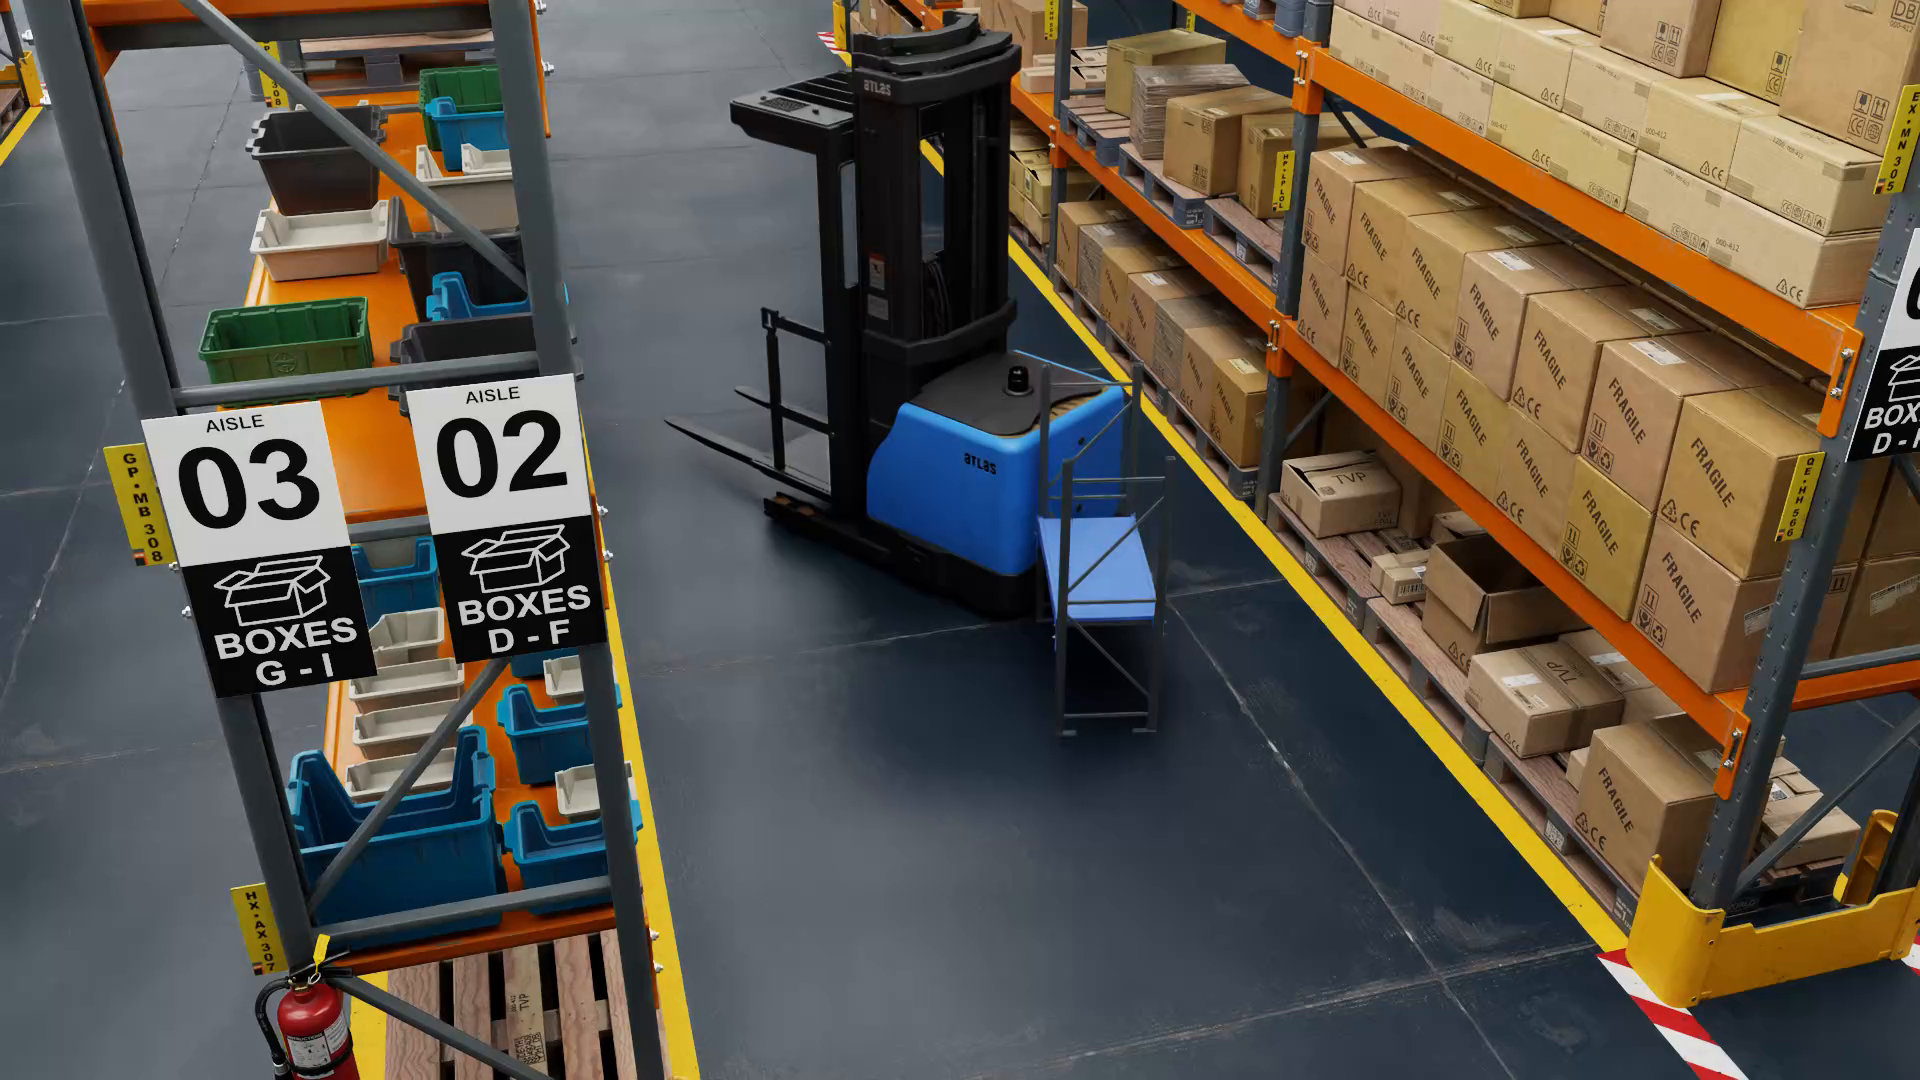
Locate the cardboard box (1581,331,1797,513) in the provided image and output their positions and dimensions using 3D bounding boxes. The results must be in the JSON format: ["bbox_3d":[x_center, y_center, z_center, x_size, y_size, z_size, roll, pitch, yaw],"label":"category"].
[{"bbox_3d":[2.814,-0.466,6.462,0.500,0.500,0.500,-7,31,-12],"label":"cardboard box"}]

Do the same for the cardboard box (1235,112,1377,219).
[{"bbox_3d":[2.117,-2.306,10.221,0.700,0.500,0.500,-3,30,-5],"label":"cardboard box"}]

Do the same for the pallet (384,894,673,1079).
[{"bbox_3d":[-1.626,1.893,6.269,1.003,0.211,1.213,-8,31,-13],"label":"pallet"}]

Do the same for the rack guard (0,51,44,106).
[{"bbox_3d":[-10.446,-4.861,17.649,1.175,0.500,0.348,-8,31,-13],"label":"rack guard"}]

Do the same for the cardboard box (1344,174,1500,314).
[{"bbox_3d":[2.262,-1.461,8.182,0.500,0.500,0.500,-9,31,-15],"label":"cardboard box"}]

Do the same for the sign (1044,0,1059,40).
[{"bbox_3d":[0.675,-3.857,12.263,0.100,0.325,0.005,-8,31,-13],"label":"sign"}]

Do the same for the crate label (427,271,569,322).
[{"bbox_3d":[-1.378,-0.633,5.003,0.408,0.251,0.502,-8,31,-13],"label":"crate label"}]

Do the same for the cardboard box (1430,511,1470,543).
[{"bbox_3d":[2.853,-0.045,9.240,0.380,0.149,0.250,-8,31,-13],"label":"cardboard box"}]

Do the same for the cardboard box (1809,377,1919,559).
[{"bbox_3d":[3.469,-0.293,6.163,0.500,0.500,0.500,-7,31,-12],"label":"cardboard box"}]

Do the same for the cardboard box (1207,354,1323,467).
[{"bbox_3d":[1.863,-0.808,10.208,0.500,0.500,0.500,-8,31,-14],"label":"cardboard box"}]

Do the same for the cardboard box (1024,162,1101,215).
[{"bbox_3d":[0.833,-2.886,13.507,0.500,0.311,0.500,-7,31,-12],"label":"cardboard box"}]

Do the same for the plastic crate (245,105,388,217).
[{"bbox_3d":[-2.441,-1.448,6.393,0.497,0.269,0.590,-8,31,-13],"label":"plastic crate"}]

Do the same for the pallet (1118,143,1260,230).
[{"bbox_3d":[1.730,-2.409,11.110,1.003,0.211,1.213,-8,31,-13],"label":"pallet"}]

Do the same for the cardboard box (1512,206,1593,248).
[{"bbox_3d":[2.927,-1.275,7.860,0.500,0.500,0.500,-8,31,-13],"label":"cardboard box"}]

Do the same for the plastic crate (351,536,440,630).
[{"bbox_3d":[-2.237,0.178,6.555,0.416,0.233,0.300,-8,31,-13],"label":"plastic crate"}]

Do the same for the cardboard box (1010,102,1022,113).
[{"bbox_3d":[0.283,-3.872,15.212,0.500,0.311,0.500,-9,31,-15],"label":"cardboard box"}]

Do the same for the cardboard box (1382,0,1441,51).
[{"bbox_3d":[2.295,-2.440,7.627,0.500,0.250,0.500,-8,31,-13],"label":"cardboard box"}]

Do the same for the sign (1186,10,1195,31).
[{"bbox_3d":[1.730,-3.975,12.546,0.100,0.325,0.005,-8,31,-13],"label":"sign"}]

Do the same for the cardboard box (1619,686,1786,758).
[{"bbox_3d":[3.329,0.891,7.523,0.500,0.250,0.500,-8,31,-13],"label":"cardboard box"}]

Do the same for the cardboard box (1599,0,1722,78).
[{"bbox_3d":[2.893,-2.067,6.235,0.700,0.500,0.500,-8,31,-13],"label":"cardboard box"}]

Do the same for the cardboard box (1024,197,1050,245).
[{"bbox_3d":[0.834,-2.644,13.650,0.500,0.250,0.500,-7,31,-12],"label":"cardboard box"}]

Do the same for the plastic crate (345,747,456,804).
[{"bbox_3d":[-1.835,0.808,5.563,0.396,0.136,0.243,-8,31,-13],"label":"plastic crate"}]

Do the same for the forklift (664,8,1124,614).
[{"bbox_3d":[-0.534,-1.482,9.384,3.031,2.935,1.130,23,37,34],"label":"forklift"}]

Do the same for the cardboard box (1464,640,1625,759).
[{"bbox_3d":[2.727,0.740,7.783,0.500,0.250,0.500,-8,31,-13],"label":"cardboard box"}]

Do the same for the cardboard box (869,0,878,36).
[{"bbox_3d":[-0.707,-5.842,18.425,0.500,0.500,0.500,-8,31,-13],"label":"cardboard box"}]

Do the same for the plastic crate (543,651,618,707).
[{"bbox_3d":[-1.378,0.521,6.059,0.250,0.136,0.298,-8,31,-13],"label":"plastic crate"}]

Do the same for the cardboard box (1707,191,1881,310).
[{"bbox_3d":[2.942,-1.014,5.662,0.500,0.250,0.500,-8,31,-13],"label":"cardboard box"}]

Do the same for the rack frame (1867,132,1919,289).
[{"bbox_3d":[3.333,-2.164,4.505,1.000,3.000,0.127,-8,31,-13],"label":"rack frame"}]

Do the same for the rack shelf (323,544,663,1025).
[{"bbox_3d":[-1.975,0.435,6.722,1.077,0.370,4.000,-8,31,-13],"label":"rack shelf"}]

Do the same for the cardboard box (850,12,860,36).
[{"bbox_3d":[-0.986,-5.998,19.444,0.500,0.250,0.500,-8,31,-13],"label":"cardboard box"}]

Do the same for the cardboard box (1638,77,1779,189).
[{"bbox_3d":[2.817,-1.473,5.956,0.500,0.250,0.500,-8,31,-13],"label":"cardboard box"}]

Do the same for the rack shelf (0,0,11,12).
[{"bbox_3d":[-9.935,-4.702,15.598,1.077,0.370,4.000,-8,31,-13],"label":"rack shelf"}]

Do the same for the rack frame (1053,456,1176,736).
[{"bbox_3d":[0.707,0.291,7.750,0.500,1.500,0.032,-1,30,-2],"label":"rack frame"}]

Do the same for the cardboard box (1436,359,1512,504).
[{"bbox_3d":[2.549,-0.526,7.564,0.500,0.500,0.500,-8,31,-14],"label":"cardboard box"}]

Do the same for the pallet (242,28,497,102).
[{"bbox_3d":[-2.808,-2.424,8.139,1.213,0.211,1.003,-8,31,-13],"label":"pallet"}]

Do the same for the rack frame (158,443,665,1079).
[{"bbox_3d":[-1.444,1.090,4.873,1.000,3.000,0.127,-8,31,-13],"label":"rack frame"}]

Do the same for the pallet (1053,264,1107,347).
[{"bbox_3d":[1.371,-1.859,12.750,1.003,0.211,1.213,-8,31,-13],"label":"pallet"}]

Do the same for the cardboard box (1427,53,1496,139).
[{"bbox_3d":[2.421,-1.981,7.334,0.500,0.250,0.500,-8,31,-13],"label":"cardboard box"}]

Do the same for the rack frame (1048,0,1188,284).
[{"bbox_3d":[1.209,-3.431,12.684,1.000,3.000,0.127,-8,31,-13],"label":"rack frame"}]

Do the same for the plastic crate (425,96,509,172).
[{"bbox_3d":[-1.956,-1.671,6.815,0.416,0.233,0.300,-8,31,-13],"label":"plastic crate"}]

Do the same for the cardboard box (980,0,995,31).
[{"bbox_3d":[0.475,-4.779,14.912,0.500,0.500,0.500,-6,31,-10],"label":"cardboard box"}]

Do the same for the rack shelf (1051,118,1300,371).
[{"bbox_3d":[1.740,-2.154,11.195,1.077,0.370,4.000,-8,31,-13],"label":"rack shelf"}]

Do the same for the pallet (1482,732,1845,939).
[{"bbox_3d":[3.100,1.218,7.435,1.003,0.211,1.213,-8,31,-13],"label":"pallet"}]

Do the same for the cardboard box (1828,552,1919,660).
[{"bbox_3d":[3.469,0.140,6.414,0.500,0.500,0.500,-7,31,-12],"label":"cardboard box"}]

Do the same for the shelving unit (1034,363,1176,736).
[{"bbox_3d":[0.682,0.037,8.189,0.538,1.500,1.048,-1,30,-2],"label":"shelving unit"}]

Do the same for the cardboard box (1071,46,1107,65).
[{"bbox_3d":[1.158,-3.850,13.497,0.500,0.311,0.500,-8,31,-14],"label":"cardboard box"}]

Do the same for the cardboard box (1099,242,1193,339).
[{"bbox_3d":[1.327,-1.787,11.899,0.500,0.500,0.500,-8,31,-14],"label":"cardboard box"}]
